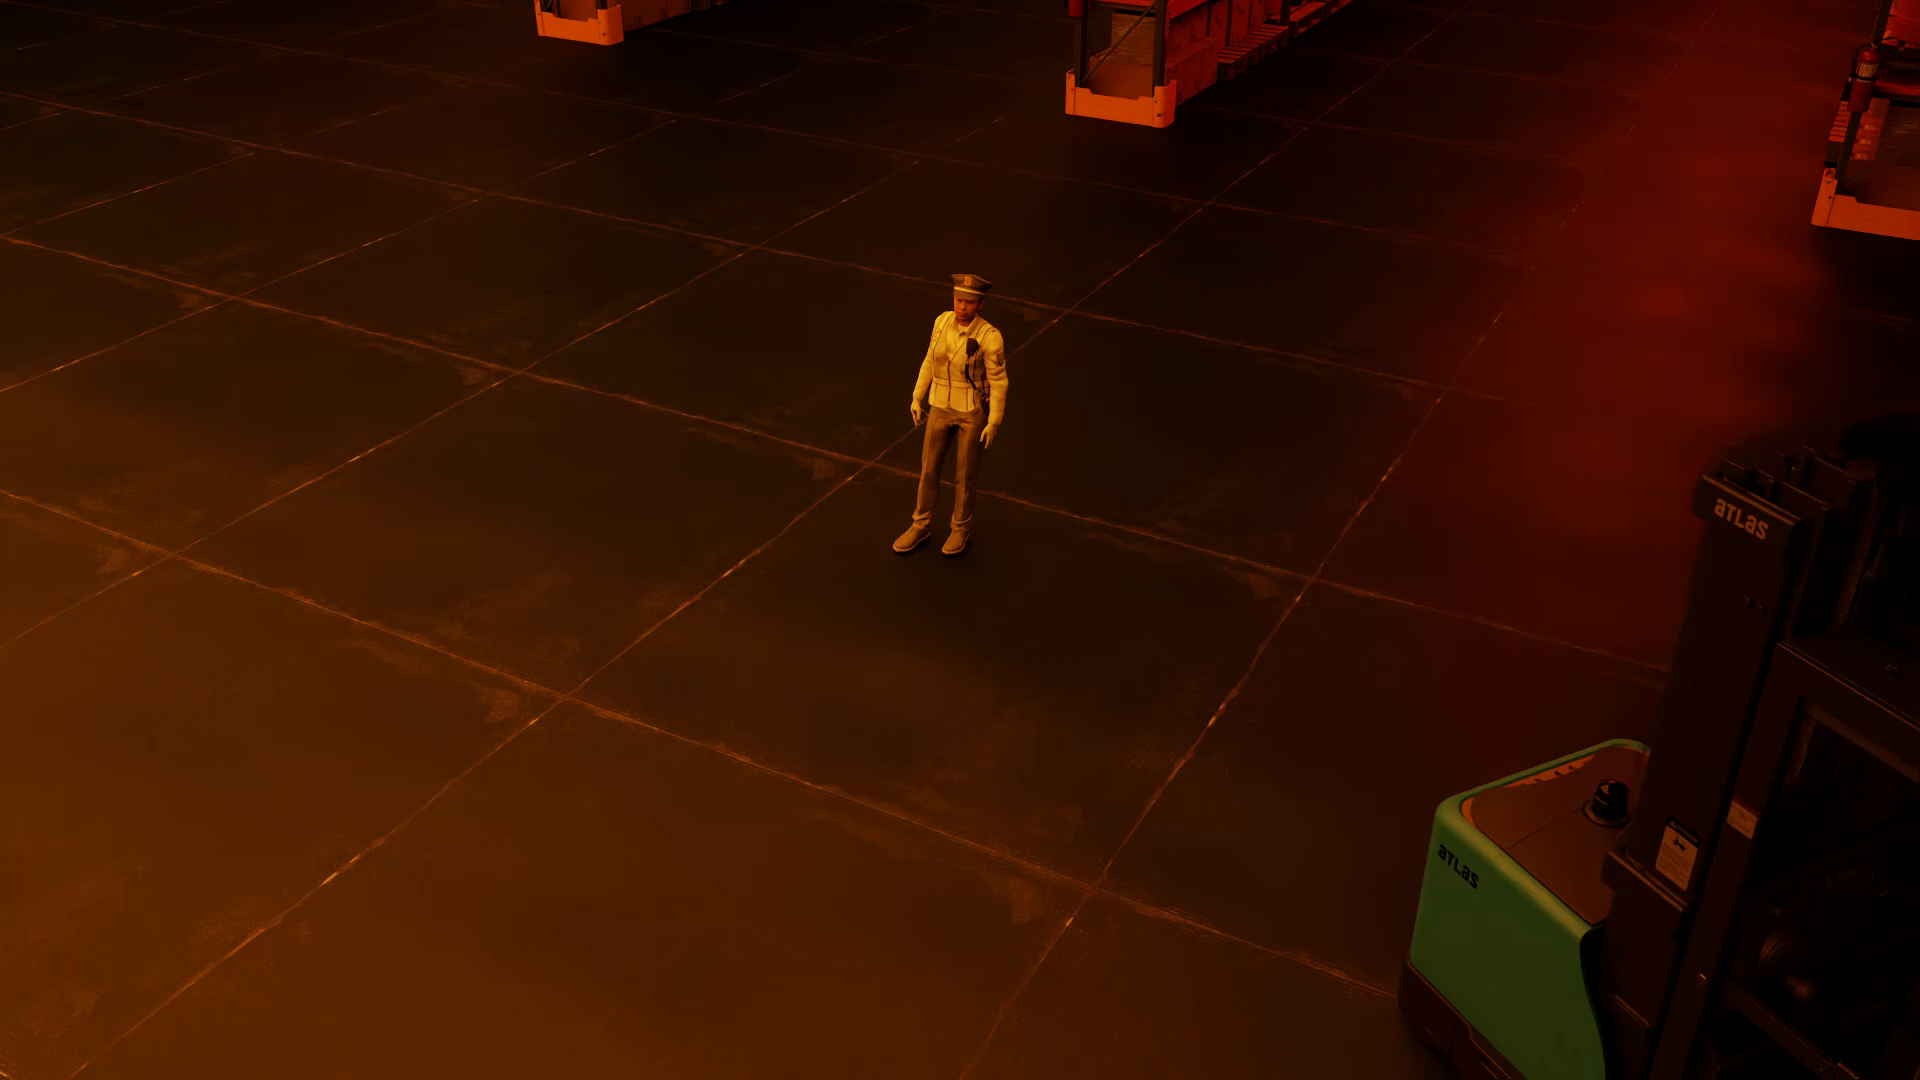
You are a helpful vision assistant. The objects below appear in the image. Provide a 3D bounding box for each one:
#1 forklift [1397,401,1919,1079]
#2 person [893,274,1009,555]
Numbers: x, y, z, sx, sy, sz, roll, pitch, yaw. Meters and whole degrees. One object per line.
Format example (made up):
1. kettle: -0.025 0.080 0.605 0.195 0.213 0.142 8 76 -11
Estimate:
1. forklift: 2.849 1.187 5.014 1.130 2.935 3.031 -14 33 -22
2. person: -0.039 -0.712 9.526 0.587 1.694 0.530 15 33 25
